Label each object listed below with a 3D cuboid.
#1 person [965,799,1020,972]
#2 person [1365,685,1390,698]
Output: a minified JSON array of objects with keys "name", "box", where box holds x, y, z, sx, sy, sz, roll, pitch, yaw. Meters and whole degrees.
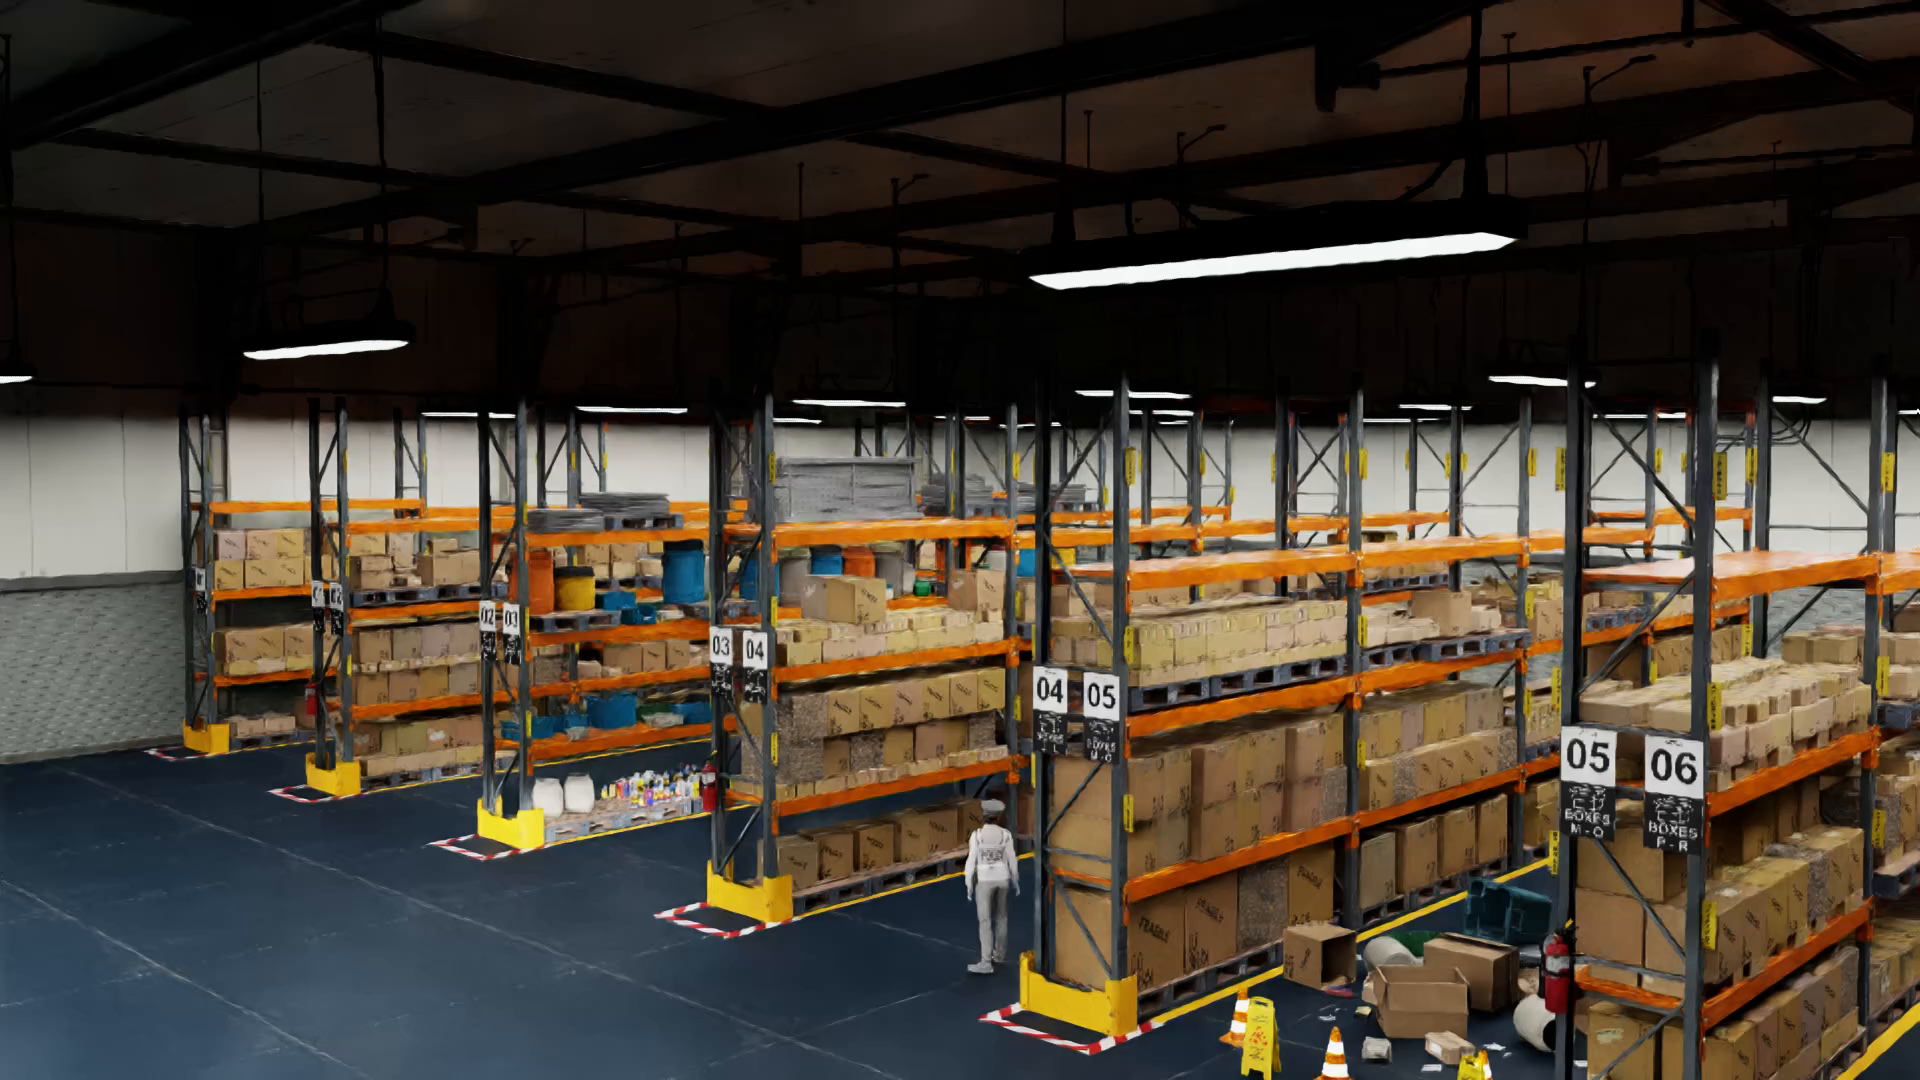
[{"name":"person","box":[0.319,3.438,16.647,0.571,1.667,0.543,-1,3,-19]},{"name":"person","box":[6.475,2.944,25.680,1.194,1.698,0.598,-3,4,-44]}]
